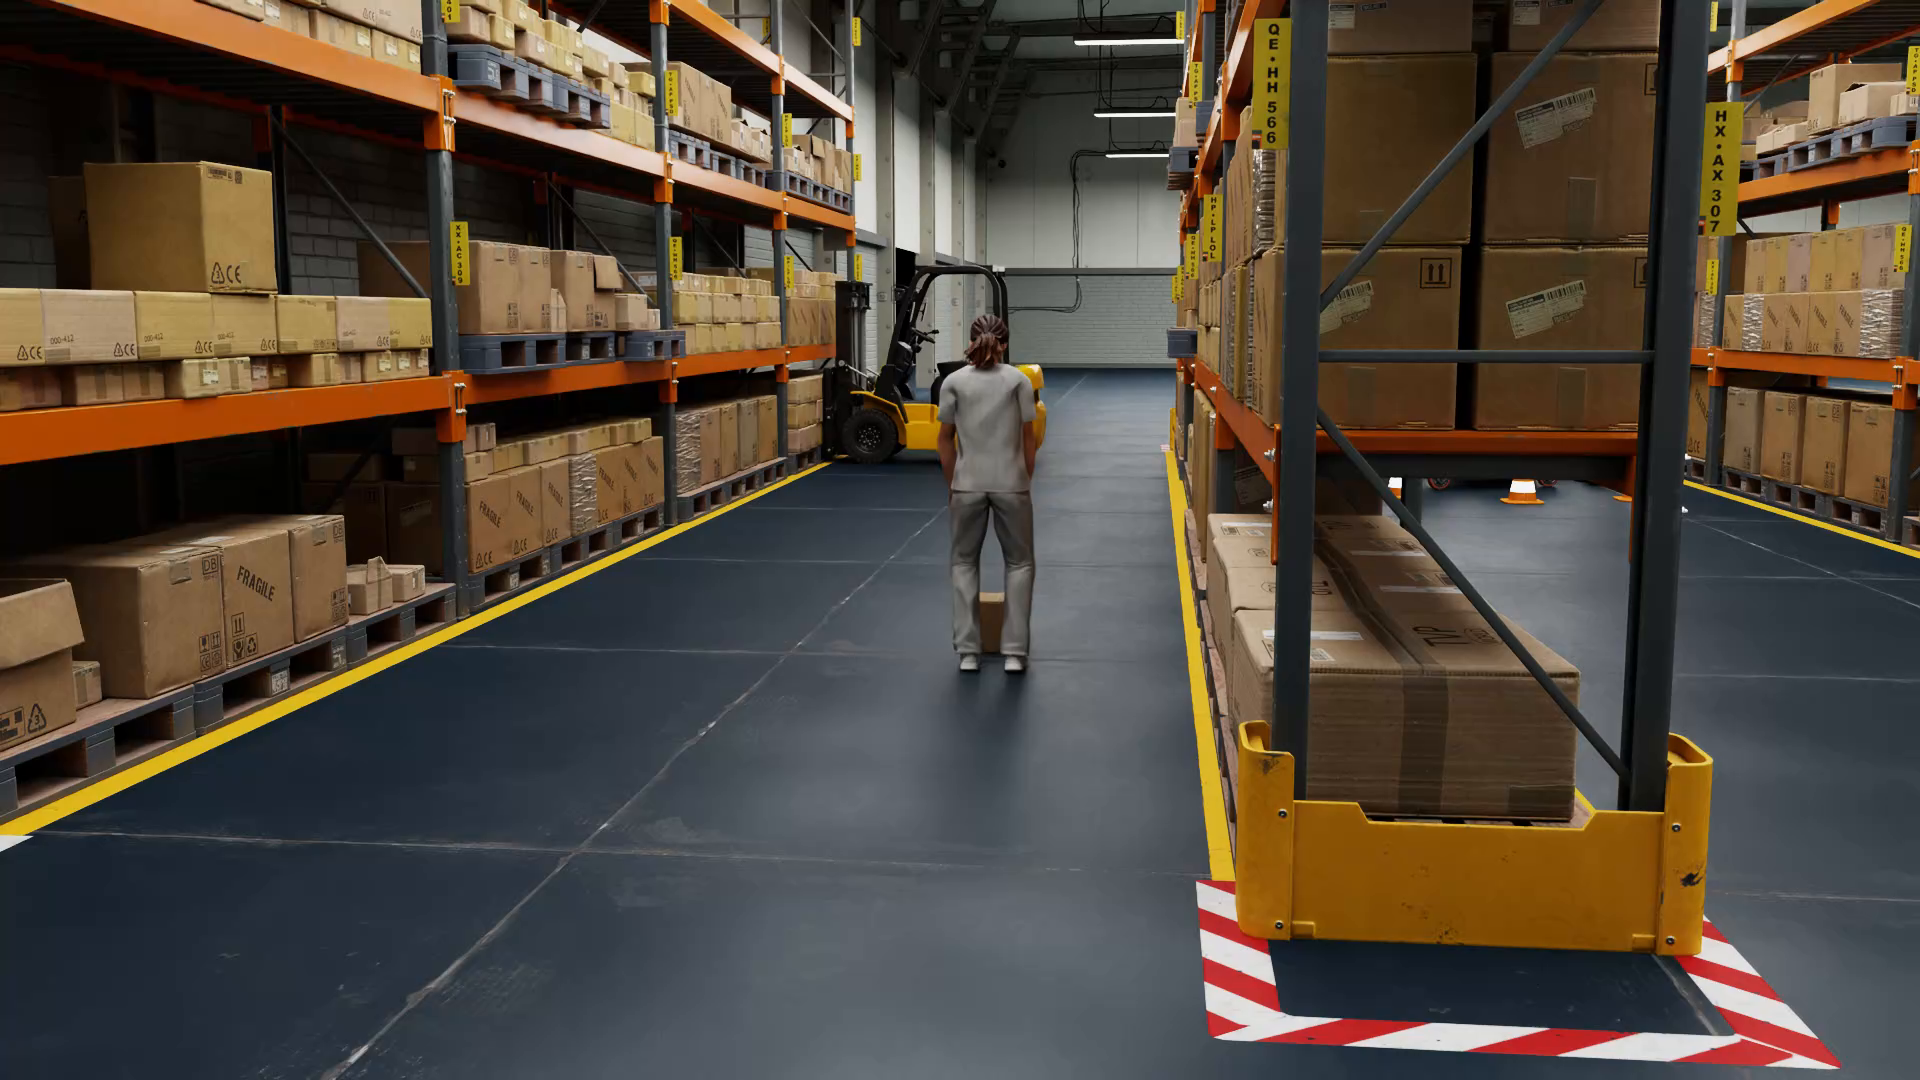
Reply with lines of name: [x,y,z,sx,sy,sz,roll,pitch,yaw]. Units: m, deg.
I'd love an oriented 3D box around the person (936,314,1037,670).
person: [0.123,-0.214,7.611,0.461,1.629,0.386,1,8,8]
